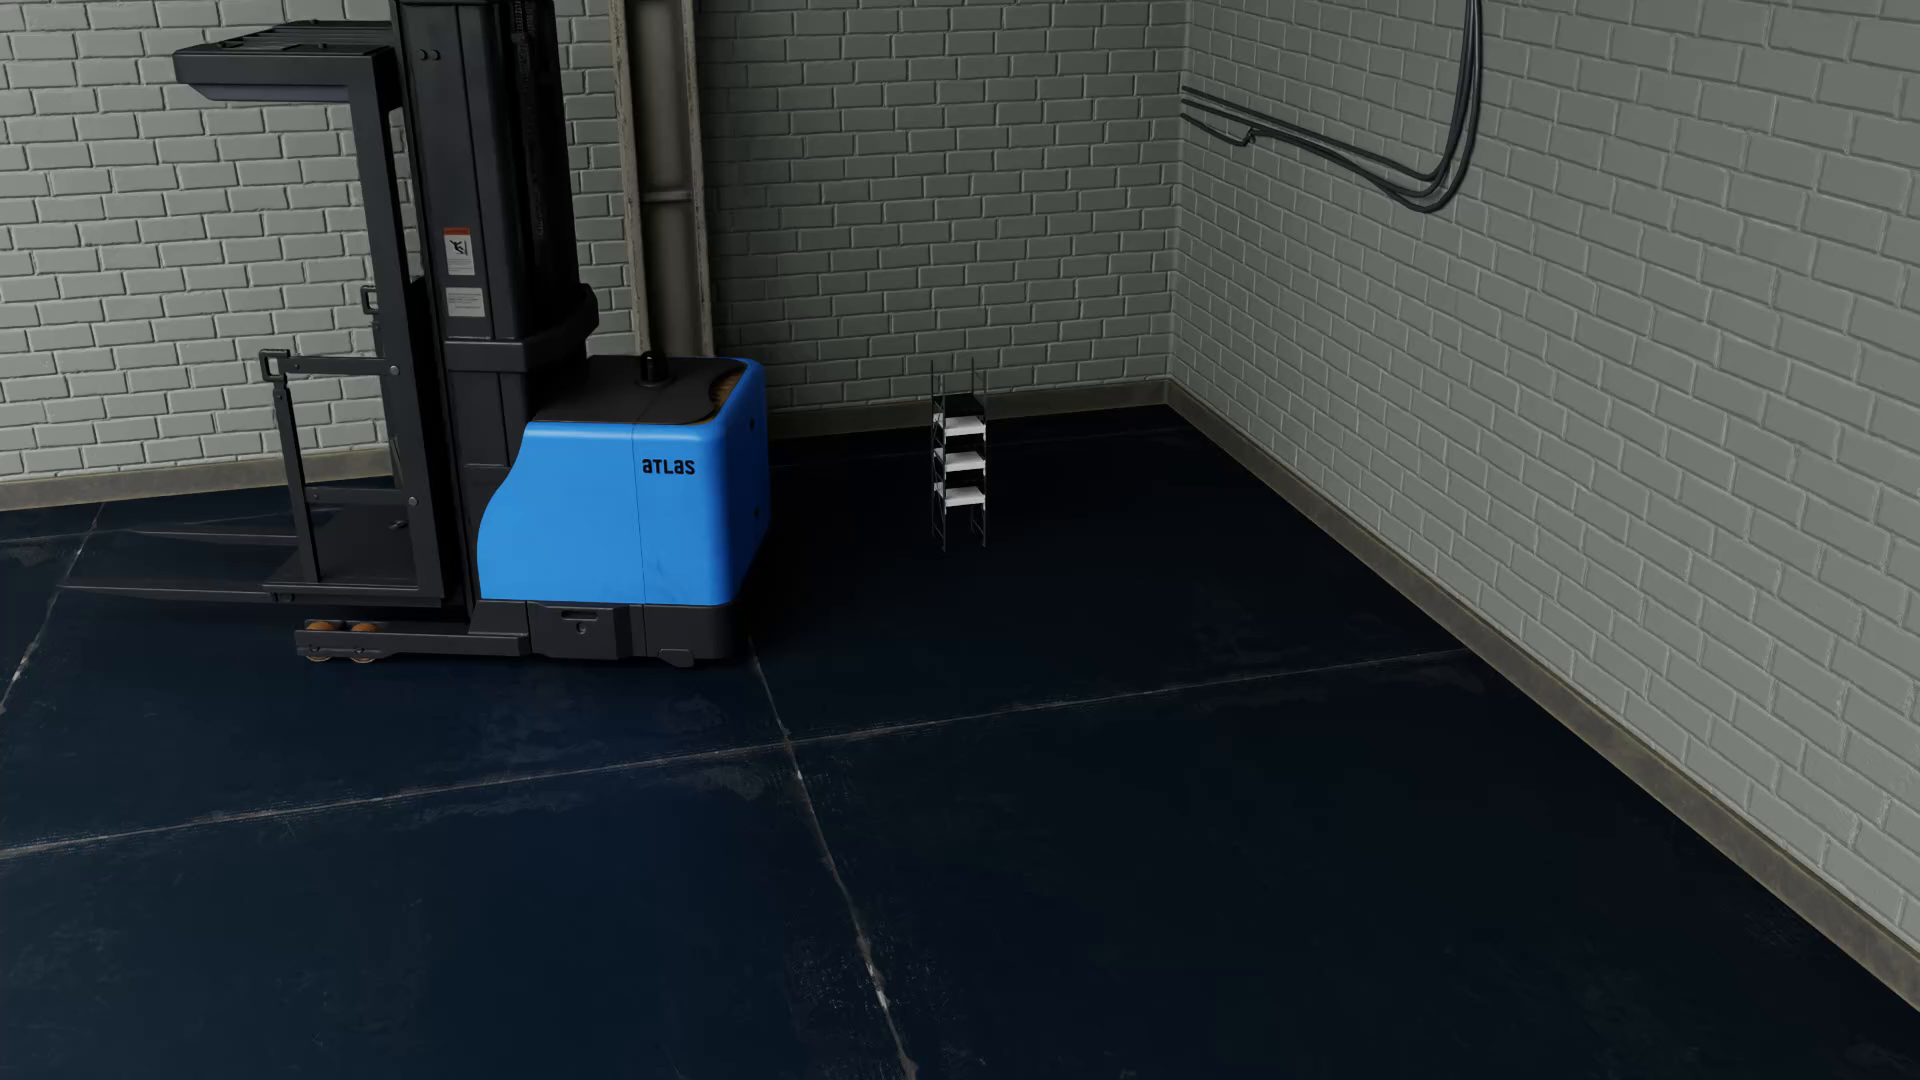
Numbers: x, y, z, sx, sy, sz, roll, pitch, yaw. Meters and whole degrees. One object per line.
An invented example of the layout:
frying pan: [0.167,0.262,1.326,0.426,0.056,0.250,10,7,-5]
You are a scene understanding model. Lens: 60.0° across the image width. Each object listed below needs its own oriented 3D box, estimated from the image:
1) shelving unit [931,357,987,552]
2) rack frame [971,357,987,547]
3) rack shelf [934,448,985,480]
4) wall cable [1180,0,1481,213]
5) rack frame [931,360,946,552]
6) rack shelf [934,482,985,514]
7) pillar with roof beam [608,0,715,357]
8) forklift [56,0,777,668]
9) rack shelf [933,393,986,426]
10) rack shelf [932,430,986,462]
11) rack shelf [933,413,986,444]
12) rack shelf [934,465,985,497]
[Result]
shelving unit: [-0.008,-0.413,8.071,0.210,0.900,0.258,-6,24,-14]
rack frame: [0.090,-0.424,8.096,0.006,0.900,0.240,-6,24,-14]
rack shelf: [-0.008,-0.382,8.084,0.200,0.077,0.258,-6,24,-14]
wall cable: [1.631,-2.996,7.758,0.112,2.526,3.097,-6,24,-14]
rack frame: [-0.106,-0.402,8.045,0.006,0.900,0.240,-6,24,-14]
rack shelf: [-0.008,-0.217,8.155,0.200,0.077,0.258,-6,24,-14]
pillar with roof beam: [-0.400,-2.977,3.775,0.400,9.000,9.100,-6,24,-14]
forklift: [-2.397,-1.031,6.936,3.031,2.935,1.130,2,23,4]
rack shelf: [-0.008,-0.630,7.977,0.200,0.077,0.258,-6,24,-14]
rack shelf: [-0.008,-0.465,8.048,0.200,0.077,0.258,-6,24,-14]
rack shelf: [-0.008,-0.547,8.013,0.200,0.077,0.258,-6,24,-14]
rack shelf: [-0.008,-0.299,8.119,0.200,0.077,0.258,-6,24,-14]
